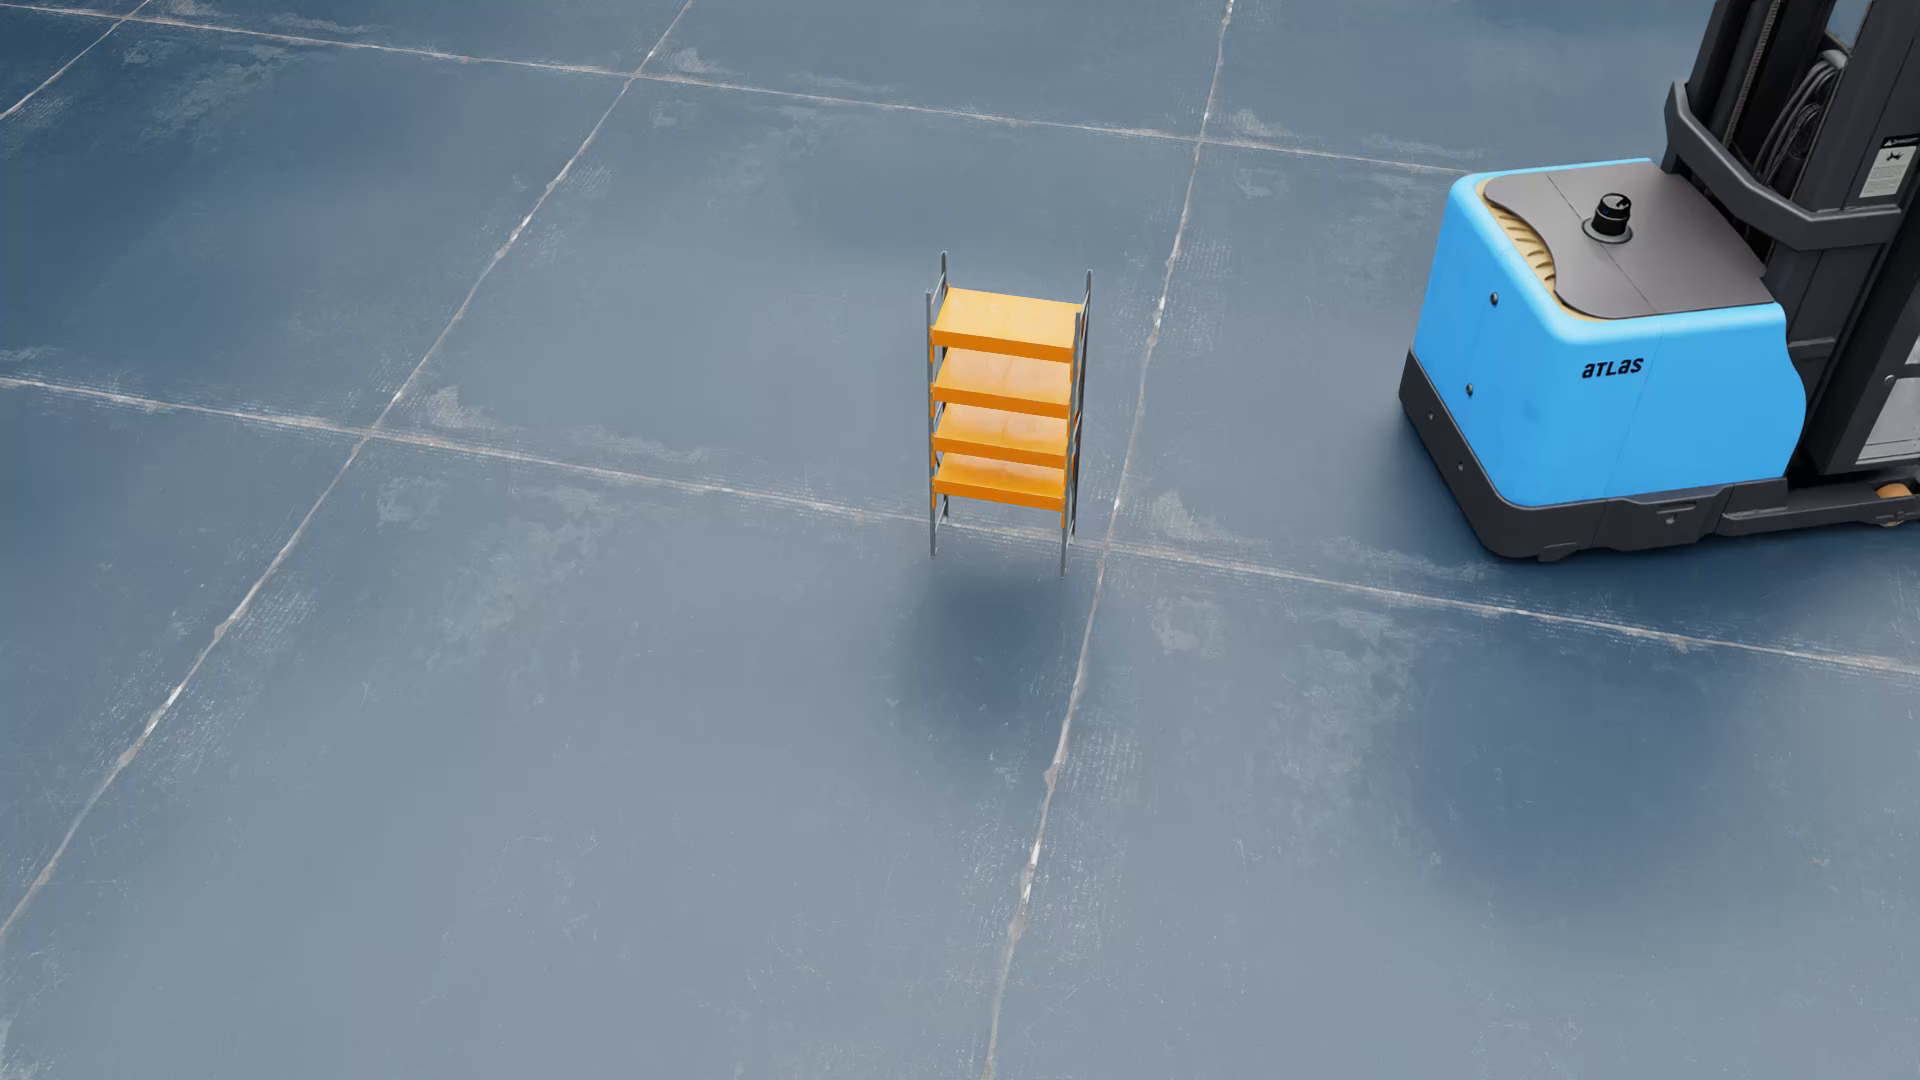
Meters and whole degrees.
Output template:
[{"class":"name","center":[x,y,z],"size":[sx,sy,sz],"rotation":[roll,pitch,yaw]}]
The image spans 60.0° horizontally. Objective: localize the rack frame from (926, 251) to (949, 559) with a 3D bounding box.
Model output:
[{"class":"rack frame","center":[-0.077,-0.444,5.846],"size":[0.015,1.200,0.240],"rotation":[9,45,9]}]

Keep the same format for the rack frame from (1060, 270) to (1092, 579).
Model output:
[{"class":"rack frame","center":[0.400,-0.370,5.769],"size":[0.015,1.200,0.240],"rotation":[9,45,9]}]

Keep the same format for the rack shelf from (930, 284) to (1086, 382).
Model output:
[{"class":"rack shelf","center":[0.162,-0.690,5.535],"size":[0.480,0.148,0.258],"rotation":[9,45,9]}]

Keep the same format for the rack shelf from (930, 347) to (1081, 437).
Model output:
[{"class":"rack shelf","center":[0.162,-0.520,5.699],"size":[0.480,0.148,0.258],"rotation":[9,45,9]}]

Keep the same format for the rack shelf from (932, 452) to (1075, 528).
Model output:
[{"class":"rack shelf","center":[0.162,-0.216,5.992],"size":[0.480,0.148,0.258],"rotation":[9,45,9]}]

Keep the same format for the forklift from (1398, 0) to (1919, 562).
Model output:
[{"class":"forklift","center":[3.346,-1.464,5.657],"size":[3.031,2.935,1.130],"rotation":[-7,44,-7]}]

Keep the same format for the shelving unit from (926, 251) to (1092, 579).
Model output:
[{"class":"shelving unit","center":[0.162,-0.407,5.808],"size":[0.503,1.200,0.258],"rotation":[9,45,9]}]

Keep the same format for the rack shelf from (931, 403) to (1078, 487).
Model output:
[{"class":"rack shelf","center":[0.162,-0.359,5.855],"size":[0.480,0.148,0.258],"rotation":[9,45,9]}]
